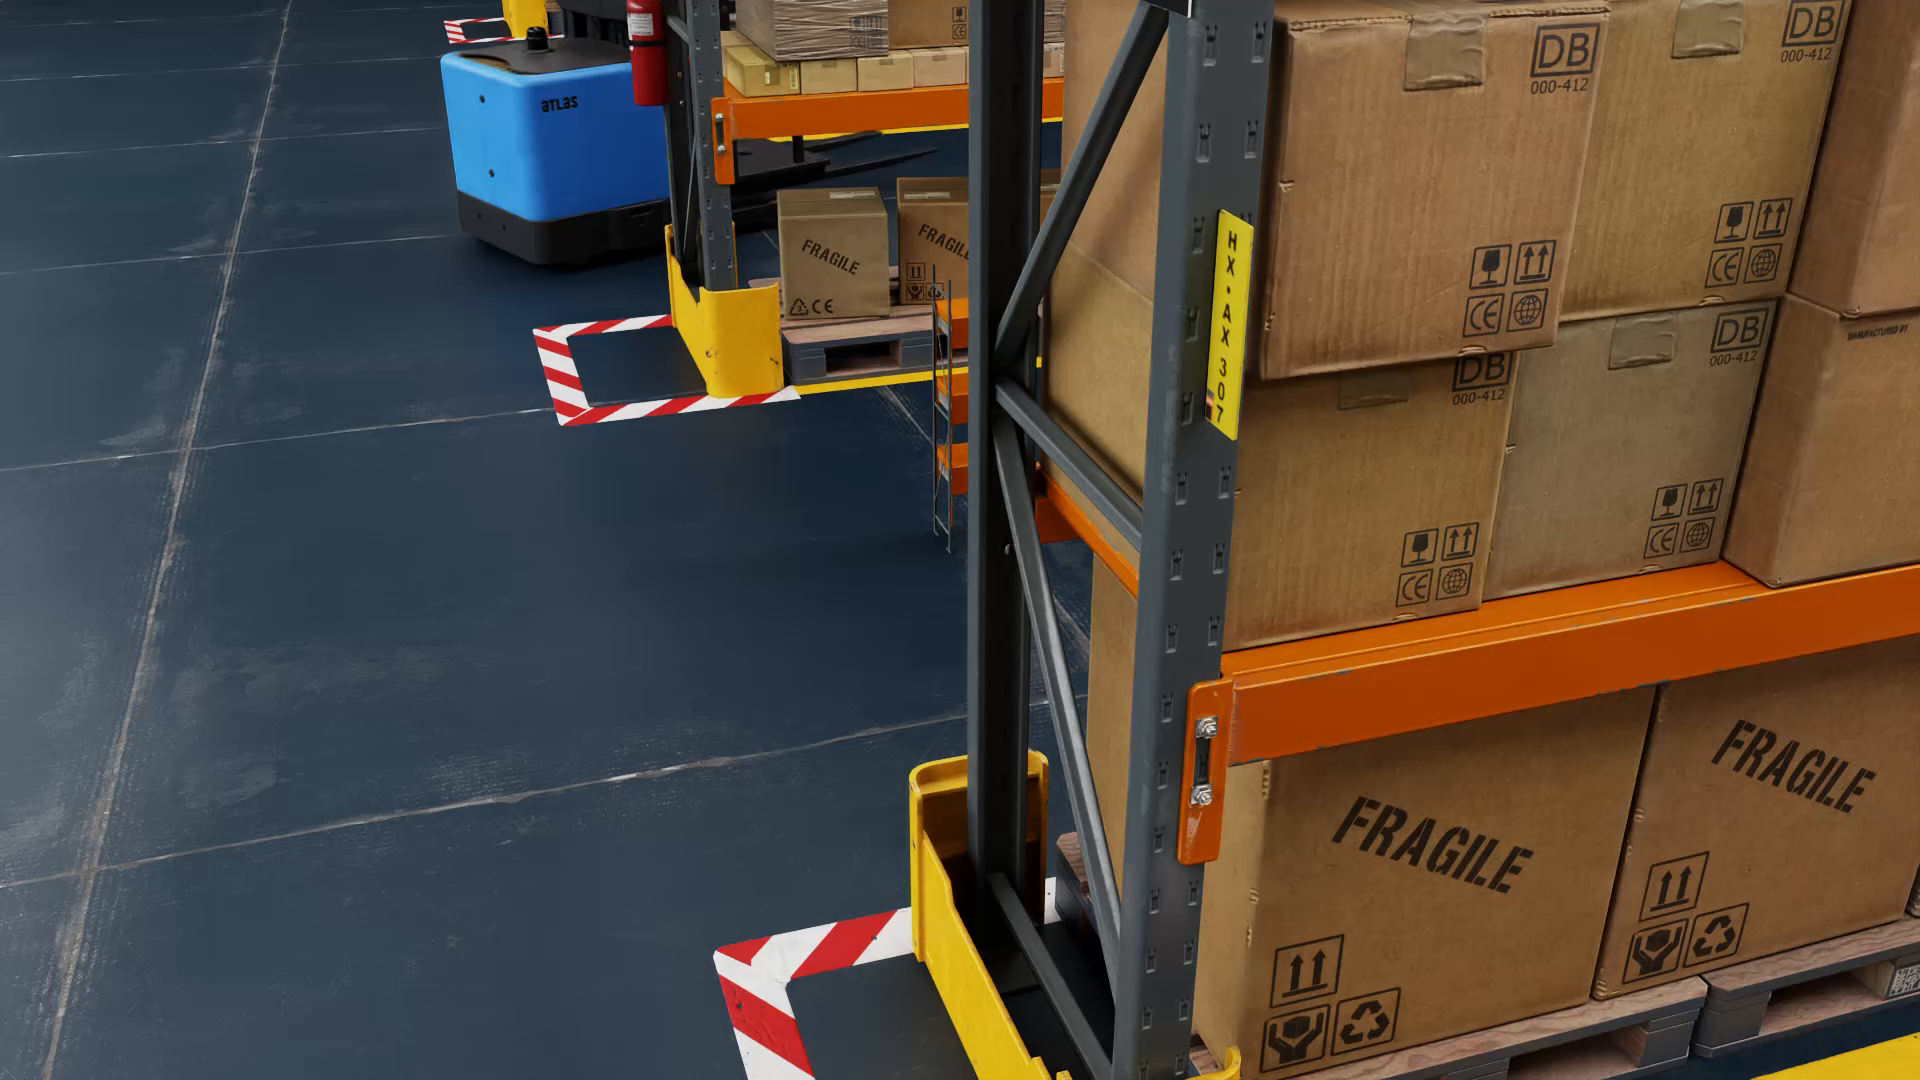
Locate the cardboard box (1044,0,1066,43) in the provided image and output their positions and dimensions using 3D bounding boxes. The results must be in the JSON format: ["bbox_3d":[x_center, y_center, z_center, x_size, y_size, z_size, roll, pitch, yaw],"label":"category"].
[{"bbox_3d":[0.247,-2.649,7.766,0.500,0.500,0.875,-8,28,-16],"label":"cardboard box"}]

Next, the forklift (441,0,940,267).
[{"bbox_3d":[-1.493,-3.359,9.719,3.031,2.935,1.130,-21,33,-36],"label":"forklift"}]

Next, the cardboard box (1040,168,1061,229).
[{"bbox_3d":[0.546,-1.560,8.357,0.500,0.500,0.500,-6,27,-11],"label":"cardboard box"}]

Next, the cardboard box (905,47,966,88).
[{"bbox_3d":[-0.149,-2.161,7.511,0.250,0.149,0.380,-8,28,-16],"label":"cardboard box"}]

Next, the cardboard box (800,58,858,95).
[{"bbox_3d":[-0.623,-2.089,7.368,0.250,0.149,0.380,-8,28,-16],"label":"cardboard box"}]

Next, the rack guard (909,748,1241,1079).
[{"bbox_3d":[0.206,0.997,3.680,0.348,0.500,1.175,-8,28,-16],"label":"rack guard"}]

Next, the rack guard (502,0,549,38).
[{"bbox_3d":[-4.298,-5.303,16.370,0.348,0.500,1.175,-8,28,-16],"label":"rack guard"}]

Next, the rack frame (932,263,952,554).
[{"bbox_3d":[-0.065,-0.461,5.998,0.008,1.050,0.200,-8,28,-16],"label":"rack frame"}]

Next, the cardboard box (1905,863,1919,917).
[{"bbox_3d":[2.556,0.269,4.251,0.875,0.875,0.875,-8,28,-16],"label":"cardboard box"}]

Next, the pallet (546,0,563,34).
[{"bbox_3d":[-3.561,-5.300,16.689,1.213,0.211,1.003,-8,28,-16],"label":"pallet"}]

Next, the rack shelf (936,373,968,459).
[{"bbox_3d":[0.051,-0.468,6.036,0.240,0.259,0.215,-8,28,-16],"label":"rack shelf"}]

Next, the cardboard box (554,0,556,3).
[{"bbox_3d":[-3.857,-5.581,16.739,0.500,0.250,0.500,-8,28,-16],"label":"cardboard box"}]

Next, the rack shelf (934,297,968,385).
[{"bbox_3d":[0.051,-0.722,5.910,0.240,0.259,0.215,-8,28,-16],"label":"rack shelf"}]

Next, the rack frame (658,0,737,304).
[{"bbox_3d":[-1.211,-2.237,7.383,0.127,3.000,1.000,-8,28,-16],"label":"rack frame"}]

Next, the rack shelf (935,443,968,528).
[{"bbox_3d":[0.051,-0.219,6.160,0.240,0.259,0.215,-8,28,-16],"label":"rack shelf"}]

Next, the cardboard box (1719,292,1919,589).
[{"bbox_3d":[1.655,-0.372,3.458,0.550,0.550,0.875,-8,28,-16],"label":"cardboard box"}]

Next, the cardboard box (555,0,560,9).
[{"bbox_3d":[-3.697,-5.362,16.298,0.500,0.250,0.500,-8,28,-16],"label":"cardboard box"}]

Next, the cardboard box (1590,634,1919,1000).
[{"bbox_3d":[1.689,0.394,4.000,0.875,0.875,0.875,-9,28,-17],"label":"cardboard box"}]

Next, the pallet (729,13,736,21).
[{"bbox_3d":[-2.403,-5.467,17.024,1.213,0.211,1.003,-8,28,-16],"label":"pallet"}]

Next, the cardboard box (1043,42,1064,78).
[{"bbox_3d":[0.320,-2.238,7.667,0.250,0.149,0.380,-8,28,-16],"label":"cardboard box"}]

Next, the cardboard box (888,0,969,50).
[{"bbox_3d":[-0.242,-2.599,7.665,0.500,0.500,0.875,-8,28,-16],"label":"cardboard box"}]

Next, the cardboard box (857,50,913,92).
[{"bbox_3d":[-0.381,-2.117,7.424,0.250,0.149,0.380,-8,28,-16],"label":"cardboard box"}]

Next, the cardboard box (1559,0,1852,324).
[{"bbox_3d":[1.088,-0.826,3.158,0.550,0.550,0.875,-8,28,-16],"label":"cardboard box"}]

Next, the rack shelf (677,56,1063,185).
[{"bbox_3d":[0.690,-2.190,8.098,4.000,0.370,1.077,-8,28,-16],"label":"rack shelf"}]

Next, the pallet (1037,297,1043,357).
[{"bbox_3d":[0.802,-1.262,8.554,1.213,0.211,1.003,-8,28,-16],"label":"pallet"}]

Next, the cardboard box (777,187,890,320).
[{"bbox_3d":[-0.612,-1.385,8.004,0.500,0.500,0.500,-3,27,-7],"label":"cardboard box"}]

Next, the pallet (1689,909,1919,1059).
[{"bbox_3d":[2.123,0.813,4.374,1.213,0.211,1.003,-8,28,-16],"label":"pallet"}]

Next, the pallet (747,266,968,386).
[{"bbox_3d":[-0.356,-1.096,8.219,1.213,0.211,1.003,-8,28,-16],"label":"pallet"}]

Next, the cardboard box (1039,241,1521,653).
[{"bbox_3d":[0.567,-0.264,3.239,0.550,0.550,0.875,-8,28,-16],"label":"cardboard box"}]

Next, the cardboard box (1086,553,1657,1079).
[{"bbox_3d":[0.853,0.516,3.754,0.875,0.875,0.875,-8,28,-16],"label":"cardboard box"}]

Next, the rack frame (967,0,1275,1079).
[{"bbox_3d":[0.228,-0.126,3.131,0.127,3.000,1.000,-8,28,-16],"label":"rack frame"}]

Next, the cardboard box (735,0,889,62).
[{"bbox_3d":[-0.680,-2.479,7.424,0.500,0.500,0.875,-8,28,-16],"label":"cardboard box"}]

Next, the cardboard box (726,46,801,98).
[{"bbox_3d":[-0.867,-2.063,7.315,0.250,0.149,0.380,-8,28,-16],"label":"cardboard box"}]

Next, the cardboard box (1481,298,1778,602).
[{"bbox_3d":[1.083,-0.348,3.410,0.550,0.550,0.875,-8,28,-16],"label":"cardboard box"}]

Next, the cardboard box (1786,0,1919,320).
[{"bbox_3d":[1.662,-0.846,3.198,0.550,0.550,0.875,-8,28,-16],"label":"cardboard box"}]

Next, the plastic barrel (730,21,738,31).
[{"bbox_3d":[-1.666,-3.597,12.448,0.421,0.512,0.421,0,26,0],"label":"plastic barrel"}]

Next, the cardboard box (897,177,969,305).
[{"bbox_3d":[-0.055,-1.481,8.199,0.500,0.500,0.500,-1,26,-3],"label":"cardboard box"}]

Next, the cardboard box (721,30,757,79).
[{"bbox_3d":[-1.004,-2.251,7.694,0.250,0.149,0.380,-8,28,-16],"label":"cardboard box"}]

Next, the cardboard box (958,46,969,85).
[{"bbox_3d":[0.091,-2.192,7.575,0.250,0.149,0.380,-8,28,-16],"label":"cardboard box"}]

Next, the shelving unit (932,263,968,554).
[{"bbox_3d":[0.051,-0.478,6.031,0.252,1.050,0.215,-8,28,-16],"label":"shelving unit"}]

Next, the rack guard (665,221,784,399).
[{"bbox_3d":[-1.139,-1.128,7.960,0.348,0.500,1.175,-8,28,-16],"label":"rack guard"}]

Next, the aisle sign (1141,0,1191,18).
[{"bbox_3d":[0.254,-1.154,2.277,0.004,0.787,0.394,-8,28,-16],"label":"aisle sign"}]

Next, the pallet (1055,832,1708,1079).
[{"bbox_3d":[0.965,0.980,4.039,1.213,0.211,1.003,-8,28,-16],"label":"pallet"}]

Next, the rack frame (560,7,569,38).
[{"bbox_3d":[-2.745,-4.331,11.601,0.127,3.000,1.000,-8,28,-16],"label":"rack frame"}]

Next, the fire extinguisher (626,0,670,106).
[{"bbox_3d":[-1.463,-2.382,7.761,0.183,0.674,0.296,-8,28,-16],"label":"fire extinguisher"}]

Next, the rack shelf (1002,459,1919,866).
[{"bbox_3d":[2.130,-0.079,3.845,4.000,0.370,1.077,-8,28,-16],"label":"rack shelf"}]

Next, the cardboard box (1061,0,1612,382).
[{"bbox_3d":[0.593,-0.712,2.927,0.550,0.550,0.875,-8,28,-16],"label":"cardboard box"}]

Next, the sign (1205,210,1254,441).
[{"bbox_3d":[0.395,-0.314,2.446,0.005,0.325,0.100,-8,28,-16],"label":"sign"}]
